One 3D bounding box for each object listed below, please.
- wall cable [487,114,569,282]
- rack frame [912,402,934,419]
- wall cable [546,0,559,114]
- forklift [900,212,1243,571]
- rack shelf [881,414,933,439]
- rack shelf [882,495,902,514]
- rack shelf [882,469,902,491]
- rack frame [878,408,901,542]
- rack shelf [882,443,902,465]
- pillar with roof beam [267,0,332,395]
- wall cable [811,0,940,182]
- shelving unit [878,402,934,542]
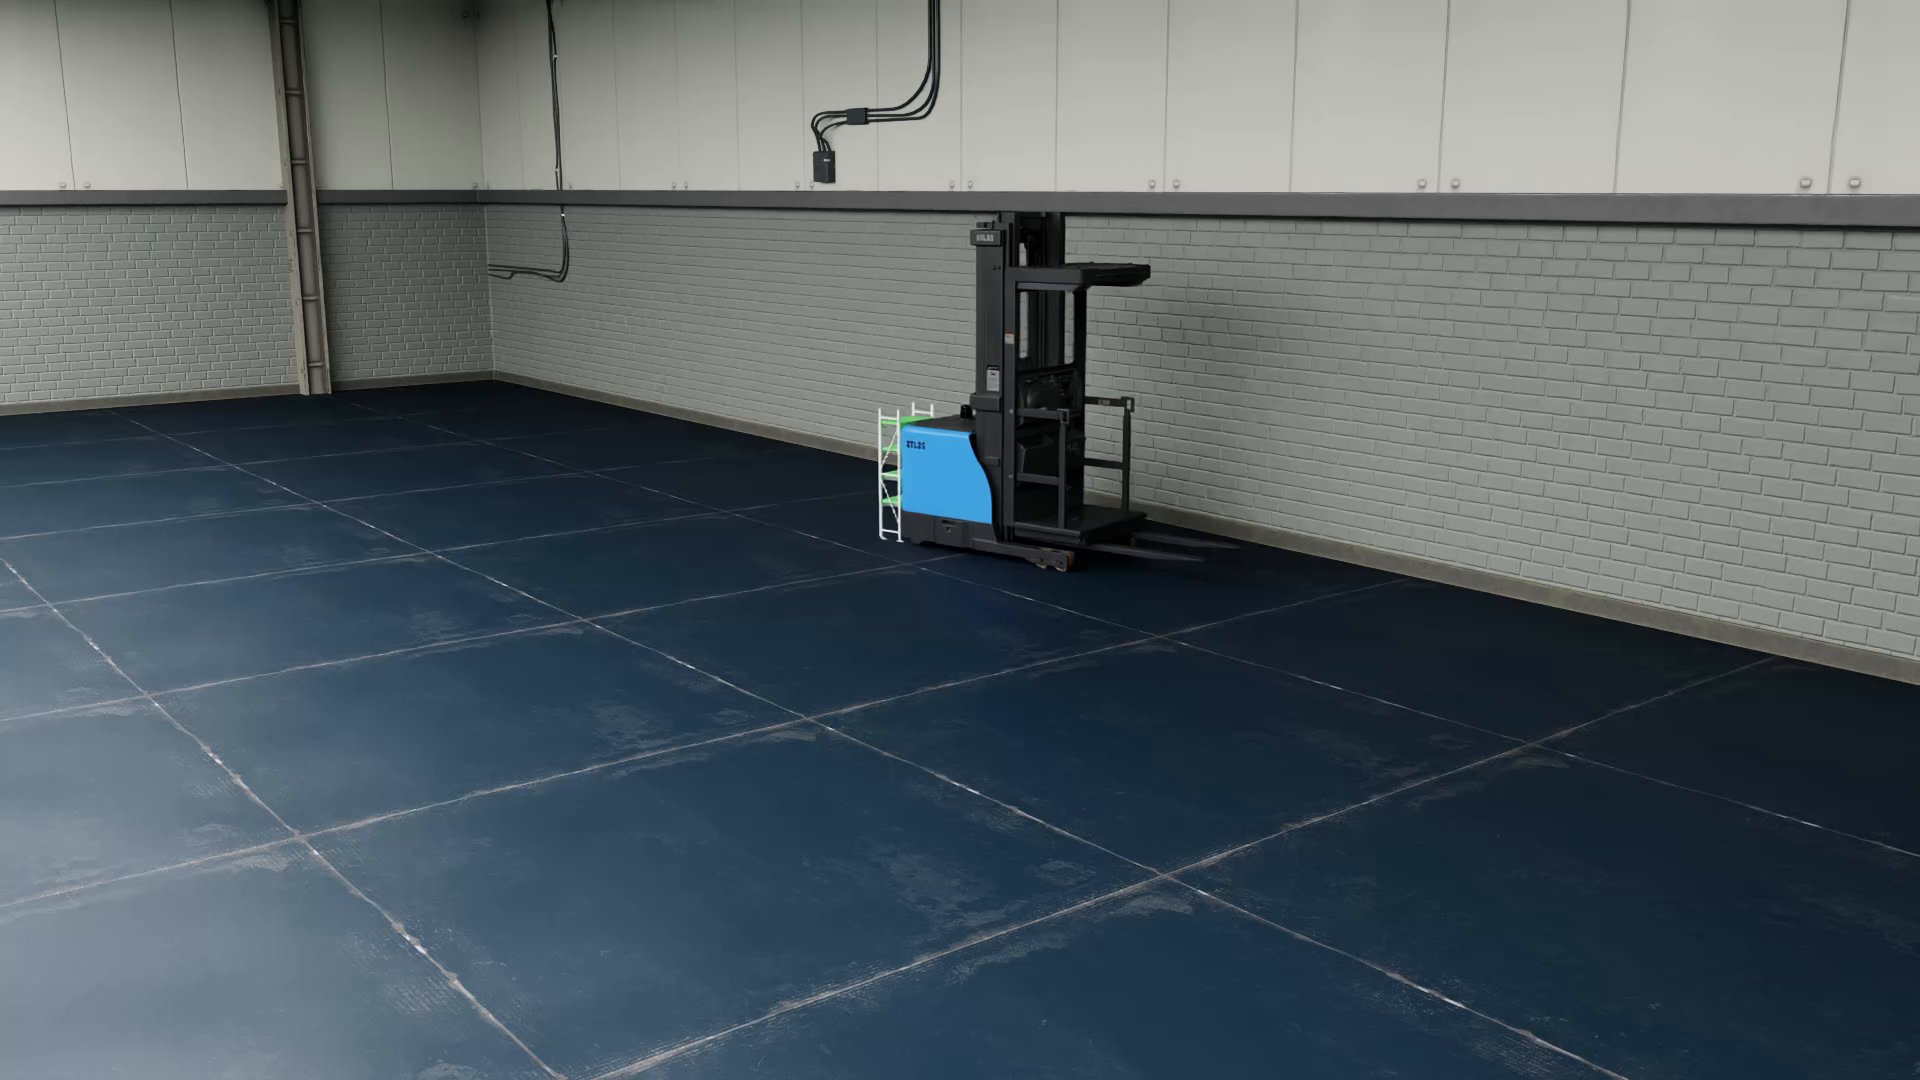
[{"bbox_3d":[-6.898,-5.332,26.052,0.112,2.526,3.097,-9,15,-38],"label":"wall cable"},{"bbox_3d":[-0.340,-0.668,15.384,0.240,1.200,0.015,9,15,36],"label":"rack frame"},{"bbox_3d":[-5.208,-7.364,23.461,0.112,2.526,3.097,-9,15,-38],"label":"wall cable"},{"bbox_3d":[0.943,-1.295,14.170,3.031,2.935,1.130,9,15,36],"label":"forklift"},{"bbox_3d":[-0.486,-1.034,15.107,0.258,0.148,0.480,9,15,36],"label":"rack shelf"},{"bbox_3d":[-0.486,-0.330,15.256,0.258,0.148,0.480,9,15,36],"label":"rack shelf"},{"bbox_3d":[-0.486,-0.565,15.206,0.258,0.148,0.480,9,15,36],"label":"rack shelf"},{"bbox_3d":[-0.633,-0.587,15.002,0.240,1.200,0.015,9,15,36],"label":"rack frame"},{"bbox_3d":[-0.486,-0.799,15.157,0.258,0.148,0.480,9,15,36],"label":"rack shelf"},{"bbox_3d":[-7.335,-5.985,21.651,0.400,9.000,9.100,-9,15,-38],"label":"pillar with roof beam"},{"bbox_3d":[-0.979,-6.973,18.116,0.169,6.003,2.305,-9,15,-38],"label":"wall cable"},{"bbox_3d":[-0.486,-0.627,15.193,0.258,1.200,0.503,9,15,36],"label":"shelving unit"}]
